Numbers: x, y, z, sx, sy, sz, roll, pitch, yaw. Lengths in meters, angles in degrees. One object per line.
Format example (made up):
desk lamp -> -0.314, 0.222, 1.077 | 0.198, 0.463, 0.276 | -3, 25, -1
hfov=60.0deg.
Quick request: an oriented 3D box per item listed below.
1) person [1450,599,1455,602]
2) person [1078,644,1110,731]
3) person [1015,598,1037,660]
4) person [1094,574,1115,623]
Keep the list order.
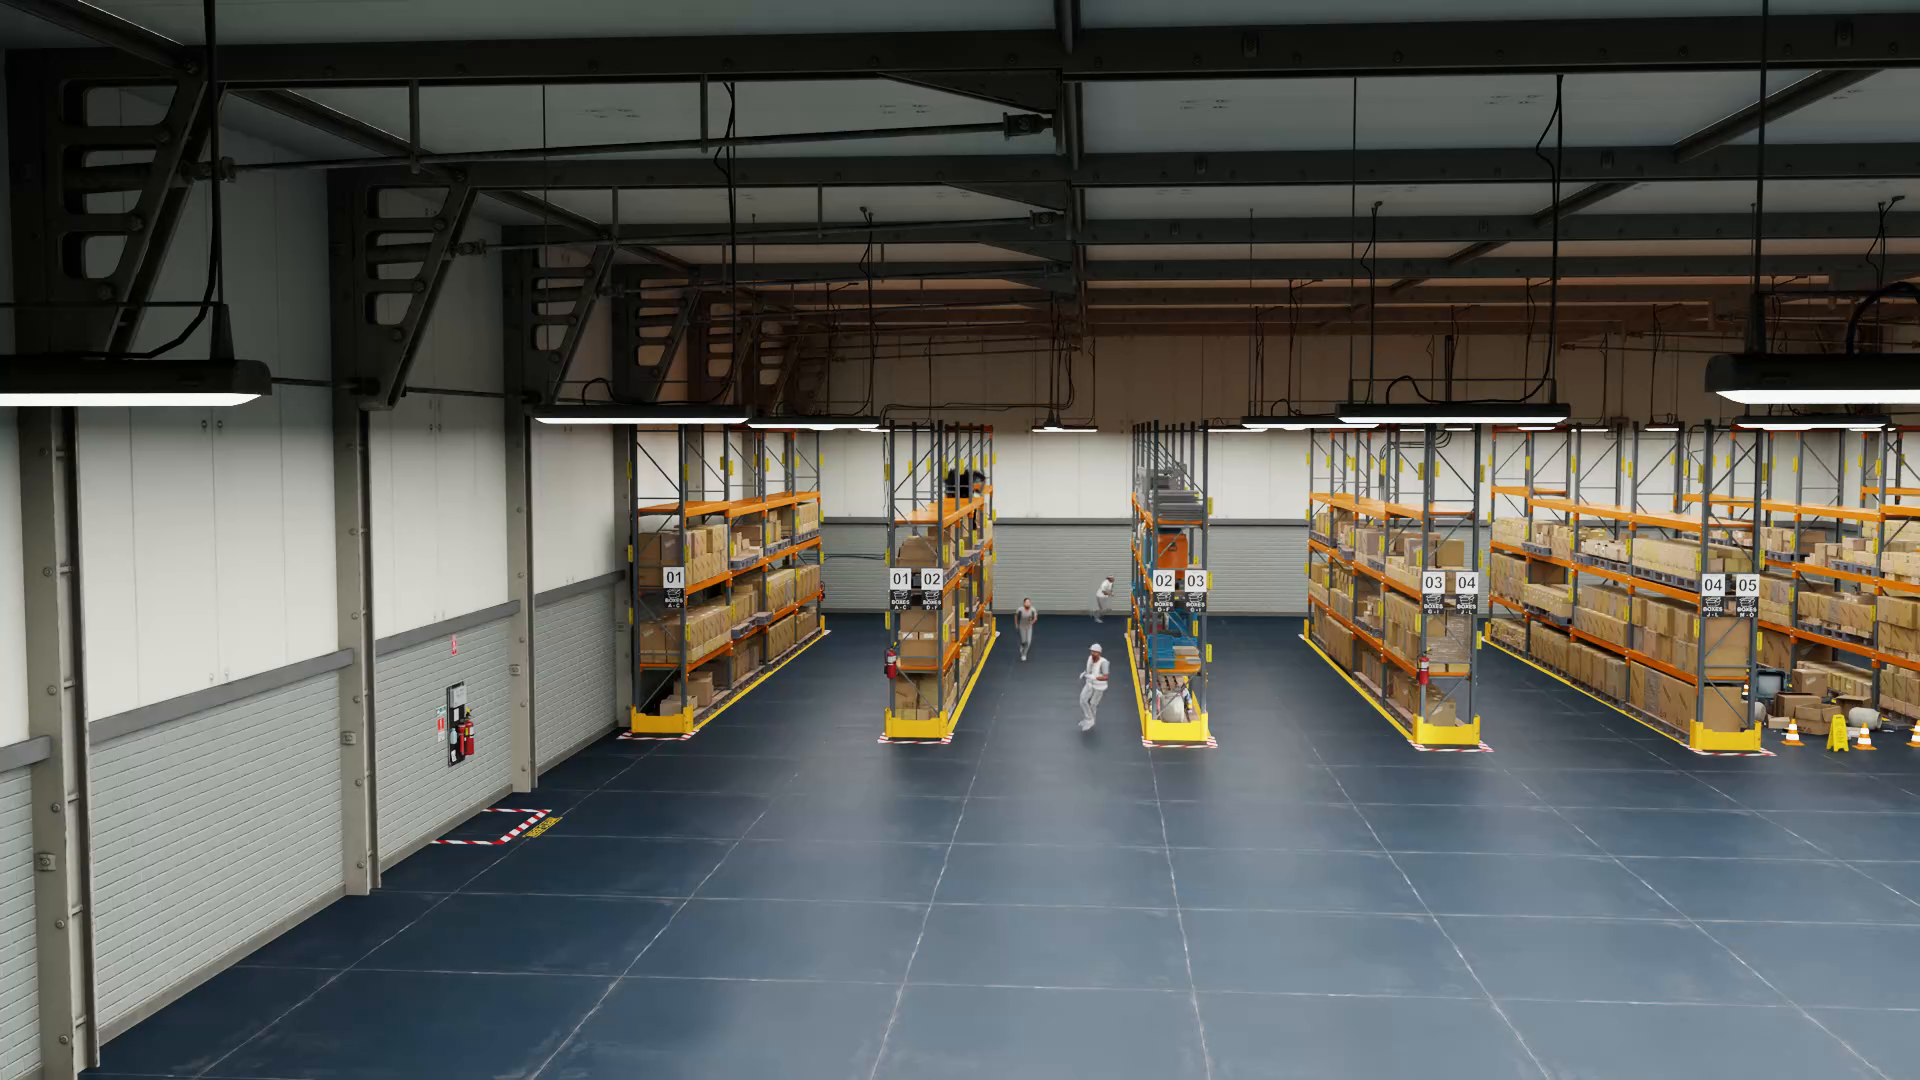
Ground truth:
person -> 13.598, 1.884, 46.832 | 0.682, 1.811, 0.824 | 1, 4, 13
person -> 2.565, 2.821, 32.135 | 0.830, 1.677, 0.727 | 2, 4, 33
person -> 1.681, 2.249, 42.231 | 0.523, 1.590, 0.652 | -1, 4, -12
person -> 4.436, 1.769, 50.714 | 0.751, 1.506, 0.551 | 2, 4, 32
